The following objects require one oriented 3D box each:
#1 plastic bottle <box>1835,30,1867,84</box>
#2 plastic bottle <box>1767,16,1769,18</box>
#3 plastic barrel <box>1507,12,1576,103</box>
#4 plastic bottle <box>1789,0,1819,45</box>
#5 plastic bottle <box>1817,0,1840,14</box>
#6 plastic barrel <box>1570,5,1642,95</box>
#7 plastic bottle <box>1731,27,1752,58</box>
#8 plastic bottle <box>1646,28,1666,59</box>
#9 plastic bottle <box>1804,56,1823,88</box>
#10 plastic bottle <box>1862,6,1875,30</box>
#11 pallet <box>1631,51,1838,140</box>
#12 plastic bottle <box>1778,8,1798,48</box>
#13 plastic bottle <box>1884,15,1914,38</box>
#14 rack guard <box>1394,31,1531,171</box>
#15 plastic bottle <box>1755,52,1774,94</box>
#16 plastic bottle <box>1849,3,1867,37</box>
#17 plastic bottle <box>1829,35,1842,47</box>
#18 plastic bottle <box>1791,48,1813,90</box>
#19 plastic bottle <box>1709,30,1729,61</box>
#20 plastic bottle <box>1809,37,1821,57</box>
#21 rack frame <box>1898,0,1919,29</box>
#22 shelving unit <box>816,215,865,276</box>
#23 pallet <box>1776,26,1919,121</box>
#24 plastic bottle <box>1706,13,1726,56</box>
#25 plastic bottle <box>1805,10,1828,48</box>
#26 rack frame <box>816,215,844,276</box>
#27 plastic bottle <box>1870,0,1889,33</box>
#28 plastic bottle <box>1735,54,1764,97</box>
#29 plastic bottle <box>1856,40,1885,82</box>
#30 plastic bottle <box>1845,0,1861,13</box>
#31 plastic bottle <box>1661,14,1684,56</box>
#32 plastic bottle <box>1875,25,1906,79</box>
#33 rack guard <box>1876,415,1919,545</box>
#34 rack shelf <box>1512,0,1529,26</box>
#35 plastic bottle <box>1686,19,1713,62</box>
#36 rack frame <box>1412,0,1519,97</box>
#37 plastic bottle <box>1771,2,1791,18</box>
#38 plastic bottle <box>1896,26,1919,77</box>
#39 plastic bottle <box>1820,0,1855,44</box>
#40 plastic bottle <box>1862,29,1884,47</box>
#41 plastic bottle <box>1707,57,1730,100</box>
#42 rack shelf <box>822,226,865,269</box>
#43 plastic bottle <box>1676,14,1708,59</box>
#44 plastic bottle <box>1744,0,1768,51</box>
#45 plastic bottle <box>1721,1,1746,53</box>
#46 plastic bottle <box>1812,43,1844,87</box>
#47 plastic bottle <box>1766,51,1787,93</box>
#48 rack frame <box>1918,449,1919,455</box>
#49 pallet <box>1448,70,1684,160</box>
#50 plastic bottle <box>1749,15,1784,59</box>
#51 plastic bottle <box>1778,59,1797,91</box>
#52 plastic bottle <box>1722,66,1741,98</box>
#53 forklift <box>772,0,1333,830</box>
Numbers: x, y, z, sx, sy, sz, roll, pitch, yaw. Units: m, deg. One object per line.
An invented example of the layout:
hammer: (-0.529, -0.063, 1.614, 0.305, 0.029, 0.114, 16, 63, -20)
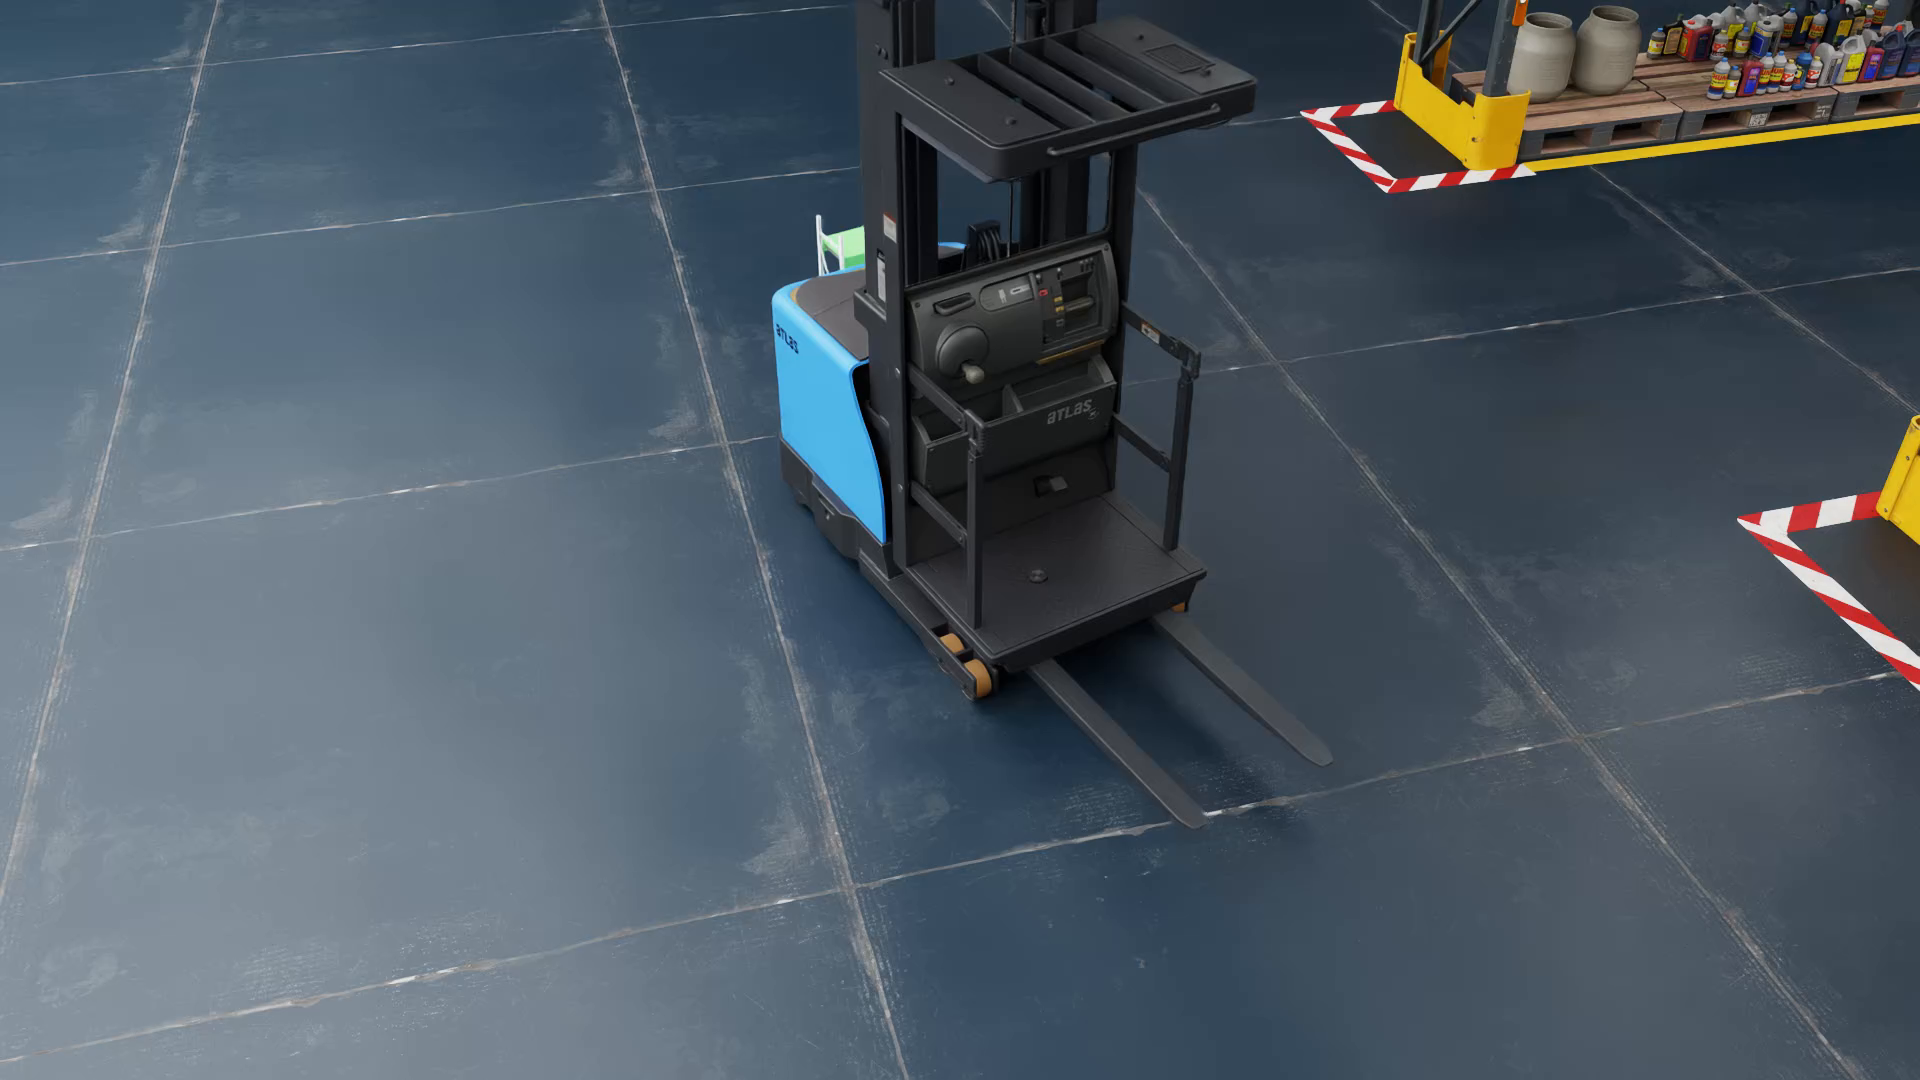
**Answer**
plastic bottle: (6.129, -3.338, 11.463, 0.185, 0.351, 0.144, -10, 38, -12)
plastic bottle: (5.823, -3.686, 12.041, 0.097, 0.201, 0.097, 0, 37, 0)
plastic barrel: (3.926, -3.262, 11.248, 0.421, 0.512, 0.421, 0, 37, 0)
plastic bottle: (6.103, -3.777, 12.036, 0.185, 0.351, 0.144, -11, 39, -14)
plastic bottle: (6.285, -3.806, 12.075, 0.185, 0.351, 0.144, -8, 38, -11)
plastic barrel: (4.410, -3.342, 11.352, 0.421, 0.512, 0.421, 0, 37, 0)
plastic bottle: (5.586, -3.557, 11.871, 0.097, 0.201, 0.097, 0, 37, 0)
plastic bottle: (4.969, -3.546, 11.858, 0.097, 0.201, 0.097, 0, 37, 0)
plastic bottle: (5.864, -3.221, 11.433, 0.097, 0.201, 0.097, 0, 37, 0)
plastic bottle: (6.652, -3.822, 12.219, 0.097, 0.201, 0.097, 0, 37, 0)
pallet: (5.333, -3.183, 11.738, 1.213, 0.211, 1.003, -9, 38, -12)
plastic bottle: (5.970, -3.700, 12.001, 0.097, 0.271, 0.097, 0, 37, 0)
plastic bottle: (6.588, -3.504, 11.680, 0.185, 0.351, 0.144, -9, 38, -12)
rack guard: (3.372, -2.981, 11.236, 0.348, 0.500, 1.175, -9, 38, -12)
plastic bottle: (5.473, -3.184, 11.328, 0.097, 0.271, 0.097, 0, 37, 0)
plastic bottle: (6.474, -3.741, 12.045, 0.133, 0.283, 0.061, -9, 38, -12)
plastic bottle: (6.077, -3.368, 11.557, 0.133, 0.283, 0.061, -9, 38, -12)
plastic bottle: (5.765, -3.232, 11.390, 0.097, 0.271, 0.097, 0, 37, 0)
plastic bottle: (5.404, -3.522, 11.826, 0.097, 0.201, 0.097, 0, 37, 0)
plastic bottle: (5.942, -3.350, 11.535, 0.133, 0.283, 0.061, -9, 38, -12)
rack frame: (7.172, -4.568, 11.253, 0.127, 3.000, 1.000, -9, 38, -12)
shelving unit: (-0.394, -1.054, 8.140, 0.503, 1.200, 0.258, -20, 42, -25)
pallet: (6.513, -3.379, 11.993, 1.213, 0.211, 1.003, -9, 38, -12)
plastic bottle: (5.354, -3.621, 11.895, 0.135, 0.276, 0.152, -10, 39, -13)
plastic bottle: (6.176, -3.681, 11.977, 0.097, 0.271, 0.097, 0, 37, 0)
rack frame: (-0.602, -0.977, 8.039, 0.015, 1.200, 0.240, -20, 42, -25)
plastic bottle: (6.750, -3.866, 12.219, 0.097, 0.271, 0.097, 0, 37, 0)
plastic bottle: (5.365, -3.160, 11.286, 0.133, 0.283, 0.061, -9, 38, -11)
plastic bottle: (6.294, -3.312, 11.485, 0.133, 0.283, 0.061, -7, 38, -9)
plastic bottle: (6.445, -3.801, 12.129, 0.135, 0.276, 0.152, -8, 38, -10)
plastic bottle: (5.077, -3.608, 11.871, 0.133, 0.283, 0.061, -8, 38, -11)
plastic bottle: (6.440, -3.389, 11.530, 0.185, 0.351, 0.144, -11, 39, -14)
rack guard: (4.675, -0.049, 7.402, 0.348, 0.500, 1.175, -9, 38, -12)
rack shelf: (5.241, -3.966, 11.057, 4.000, 0.370, 1.077, -9, 38, -12)
plastic bottle: (5.248, -3.540, 11.783, 0.133, 0.283, 0.061, -9, 38, -12)
rack frame: (3.311, -3.935, 10.425, 0.127, 3.000, 1.000, -9, 38, -12)
plastic bottle: (5.932, -3.748, 12.054, 0.133, 0.283, 0.061, -8, 38, -10)
plastic bottle: (6.626, -3.420, 11.570, 0.185, 0.351, 0.144, -10, 39, -13)
plastic bottle: (6.322, -3.722, 11.965, 0.185, 0.351, 0.144, -9, 38, -12)
plastic bottle: (6.377, -3.443, 11.661, 0.135, 0.276, 0.152, -9, 38, -12)
plastic bottle: (5.142, -3.130, 11.257, 0.097, 0.271, 0.097, 0, 37, 0)
rack shelf: (-0.394, -1.385, 7.888, 0.480, 0.148, 0.258, -20, 42, -25)
plastic bottle: (5.220, -3.599, 11.866, 0.135, 0.276, 0.152, -9, 38, -12)
plastic bottle: (5.692, -3.709, 11.948, 0.185, 0.351, 0.144, -10, 38, -12)
plastic bottle: (5.513, -3.680, 11.910, 0.185, 0.351, 0.144, -8, 38, -10)
plastic bottle: (5.971, -3.285, 11.455, 0.135, 0.276, 0.152, -9, 38, -11)
plastic bottle: (5.570, -3.200, 11.348, 0.097, 0.271, 0.097, 0, 37, 0)
rack frame: (4.602, -1.029, 6.627, 0.127, 3.000, 1.000, -9, 38, -12)
pallet: (4.157, -2.992, 11.488, 1.213, 0.211, 1.003, -9, 38, -12)
plastic bottle: (5.755, -3.597, 11.862, 0.135, 0.276, 0.152, -9, 38, -12)
plastic bottle: (5.665, -3.188, 11.390, 0.097, 0.201, 0.097, 0, 37, 0)
plastic bottle: (5.242, -3.119, 11.299, 0.097, 0.201, 0.097, 0, 37, 0)
forklift: (0.339, -0.829, 6.421, 1.130, 2.935, 3.031, -20, 42, -25)
